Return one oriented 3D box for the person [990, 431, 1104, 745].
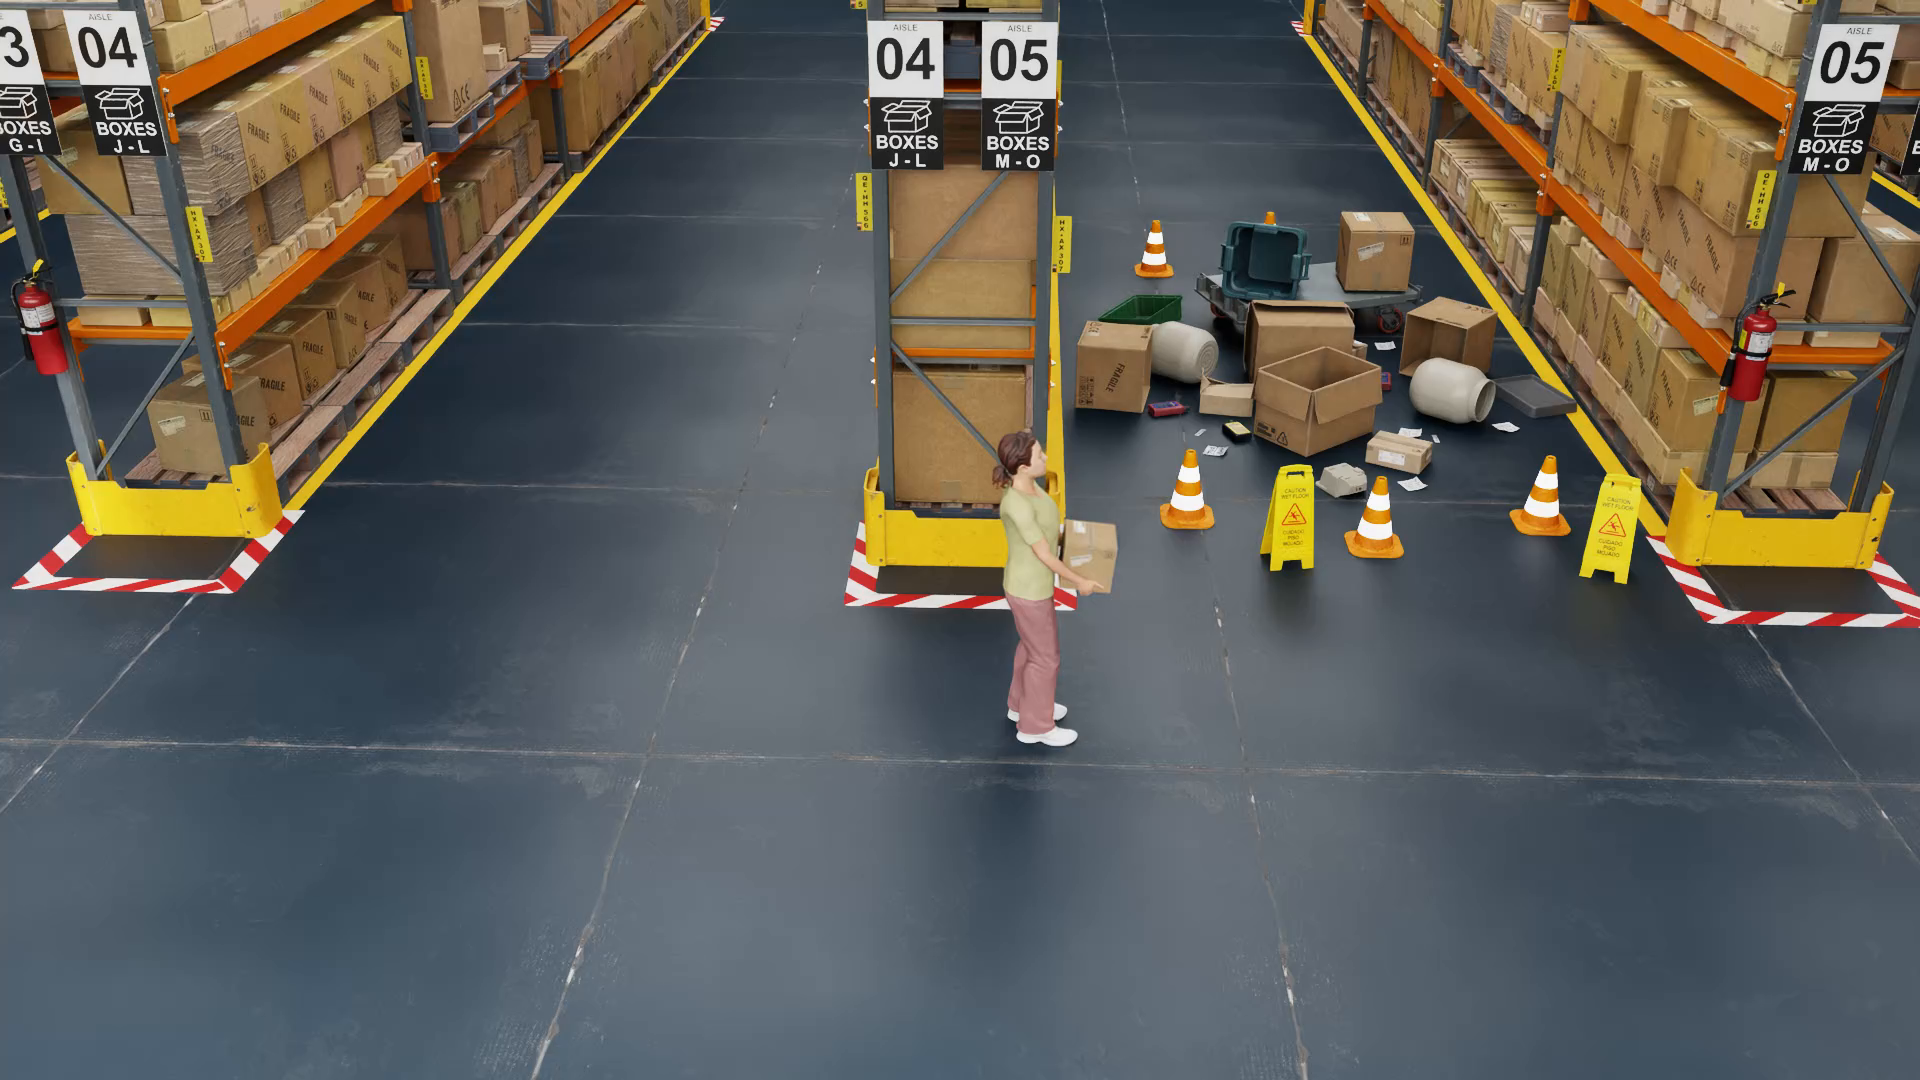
[{"bbox_3d":[0.419,0.239,8.194,0.558,1.654,0.428,1,28,2],"label":"person"}]
